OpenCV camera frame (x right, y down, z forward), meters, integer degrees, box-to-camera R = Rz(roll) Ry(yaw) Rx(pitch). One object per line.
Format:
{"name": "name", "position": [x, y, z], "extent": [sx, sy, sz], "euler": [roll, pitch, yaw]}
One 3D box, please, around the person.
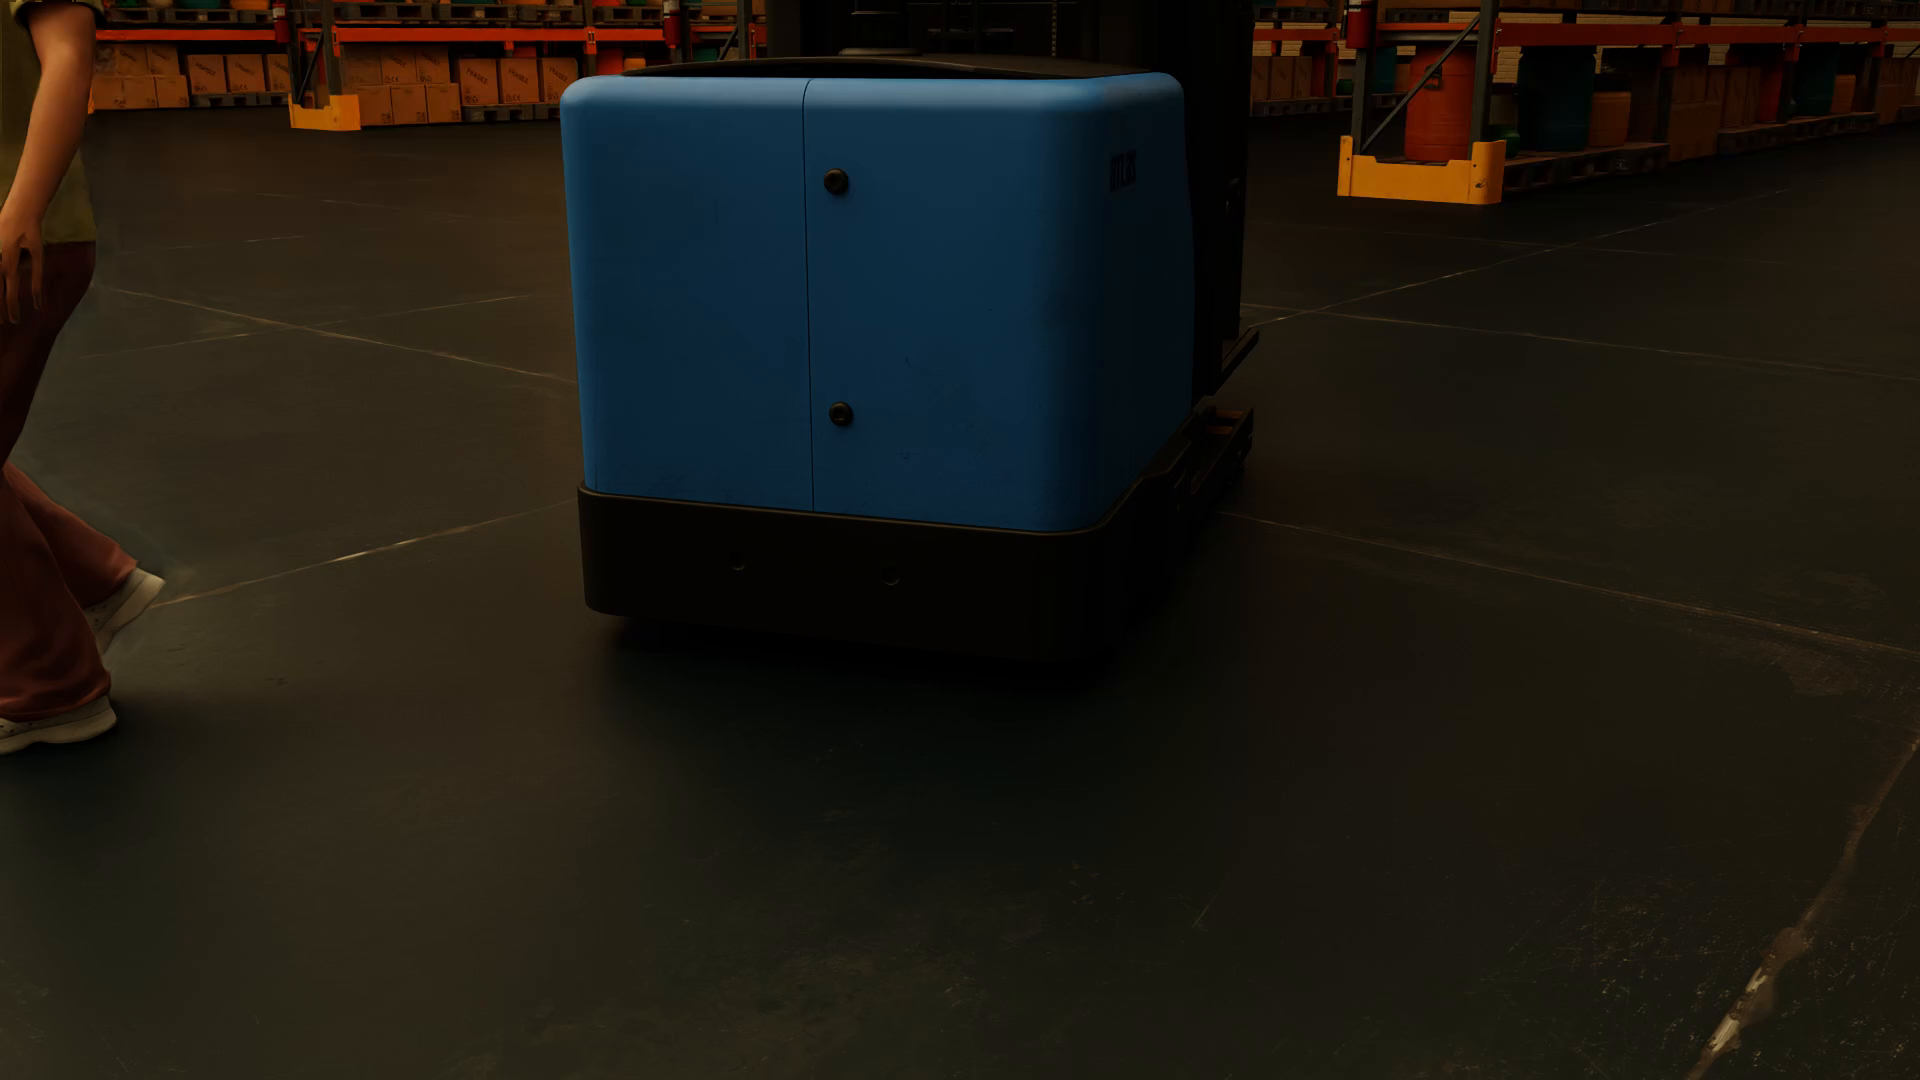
{"name": "person", "position": [-1.526, -0.441, 2.575], "extent": [0.463, 1.644, 0.692], "euler": [-10, 19, -29]}

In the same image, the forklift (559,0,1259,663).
{"name": "forklift", "position": [0.182, -1.571, 4.072], "extent": [1.130, 2.935, 3.031], "euler": [5, 18, 17]}
